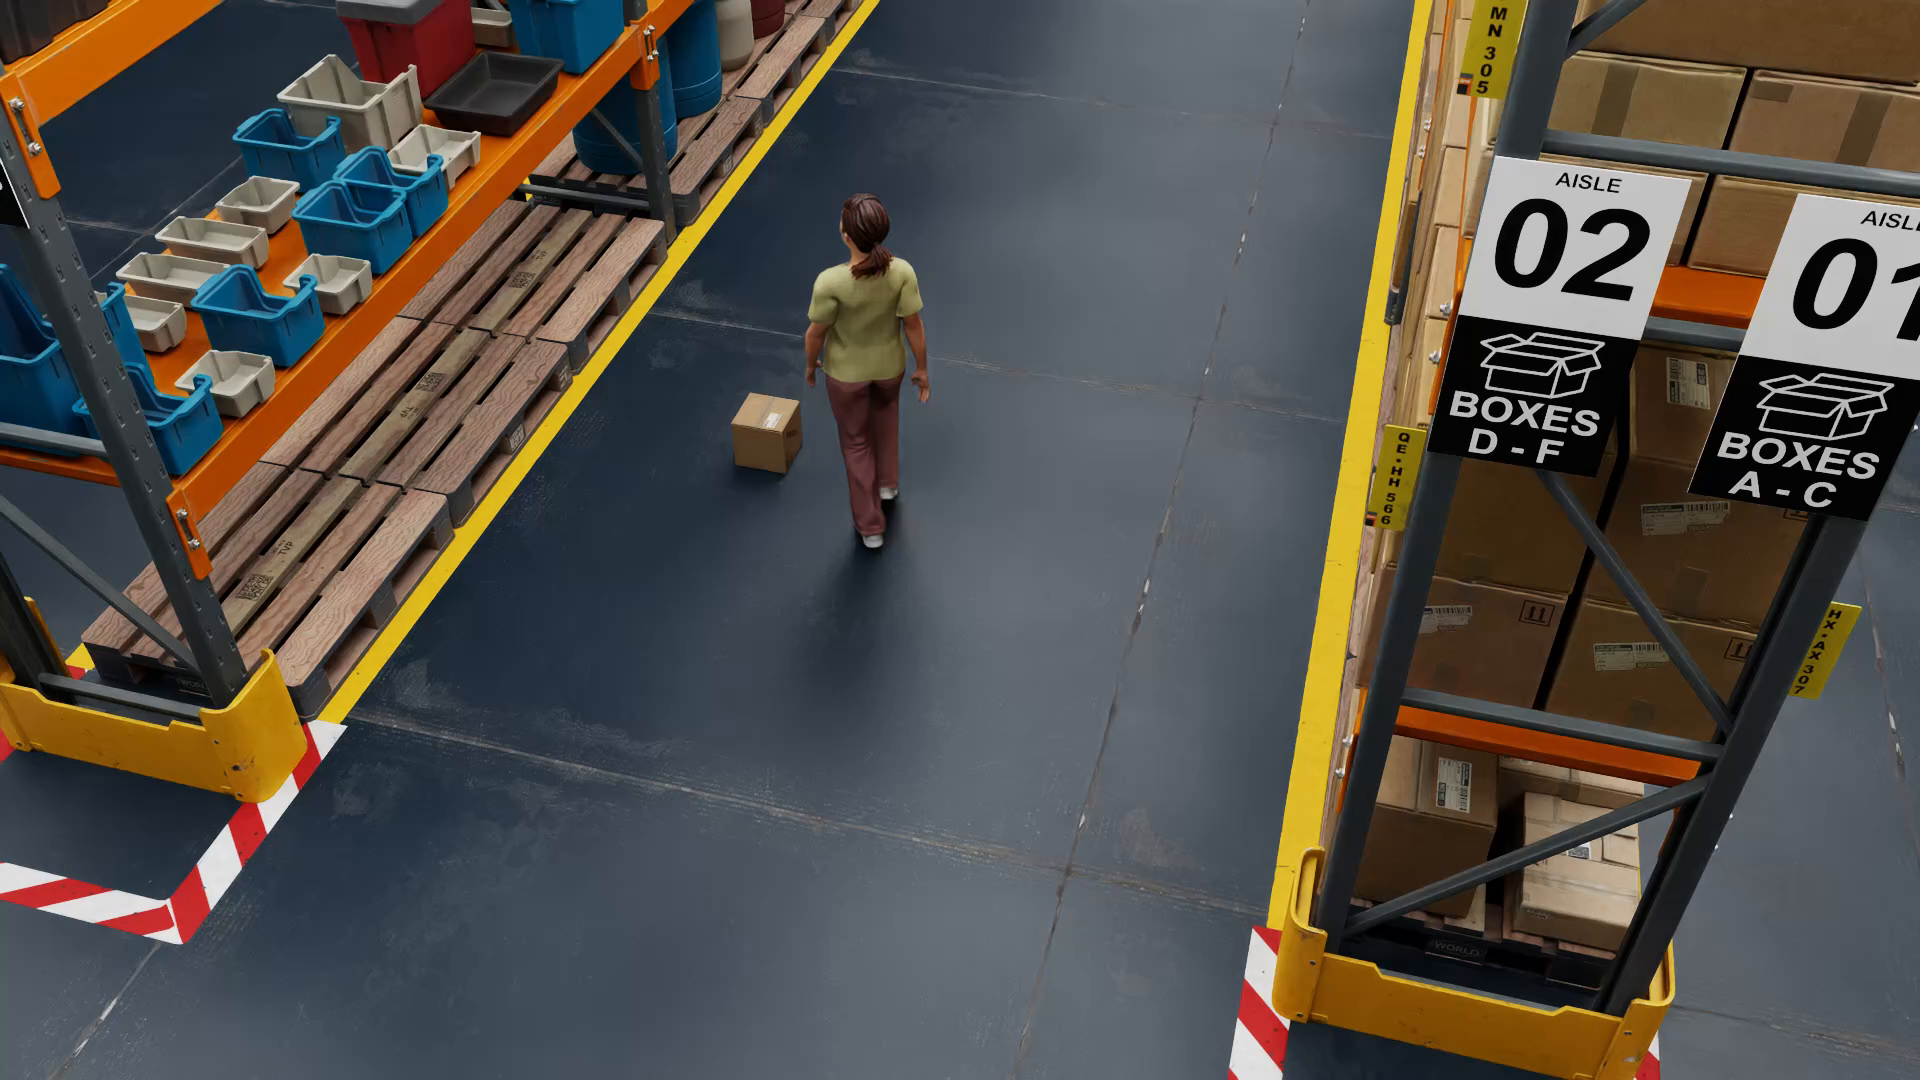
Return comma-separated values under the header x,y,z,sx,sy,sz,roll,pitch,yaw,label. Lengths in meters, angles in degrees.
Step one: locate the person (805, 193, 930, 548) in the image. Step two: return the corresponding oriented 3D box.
x,y,z,sx,sy,sz,roll,pitch,yaw,label
-0.406,-0.719,6.979,0.492,1.692,0.487,-13,43,-14,person
